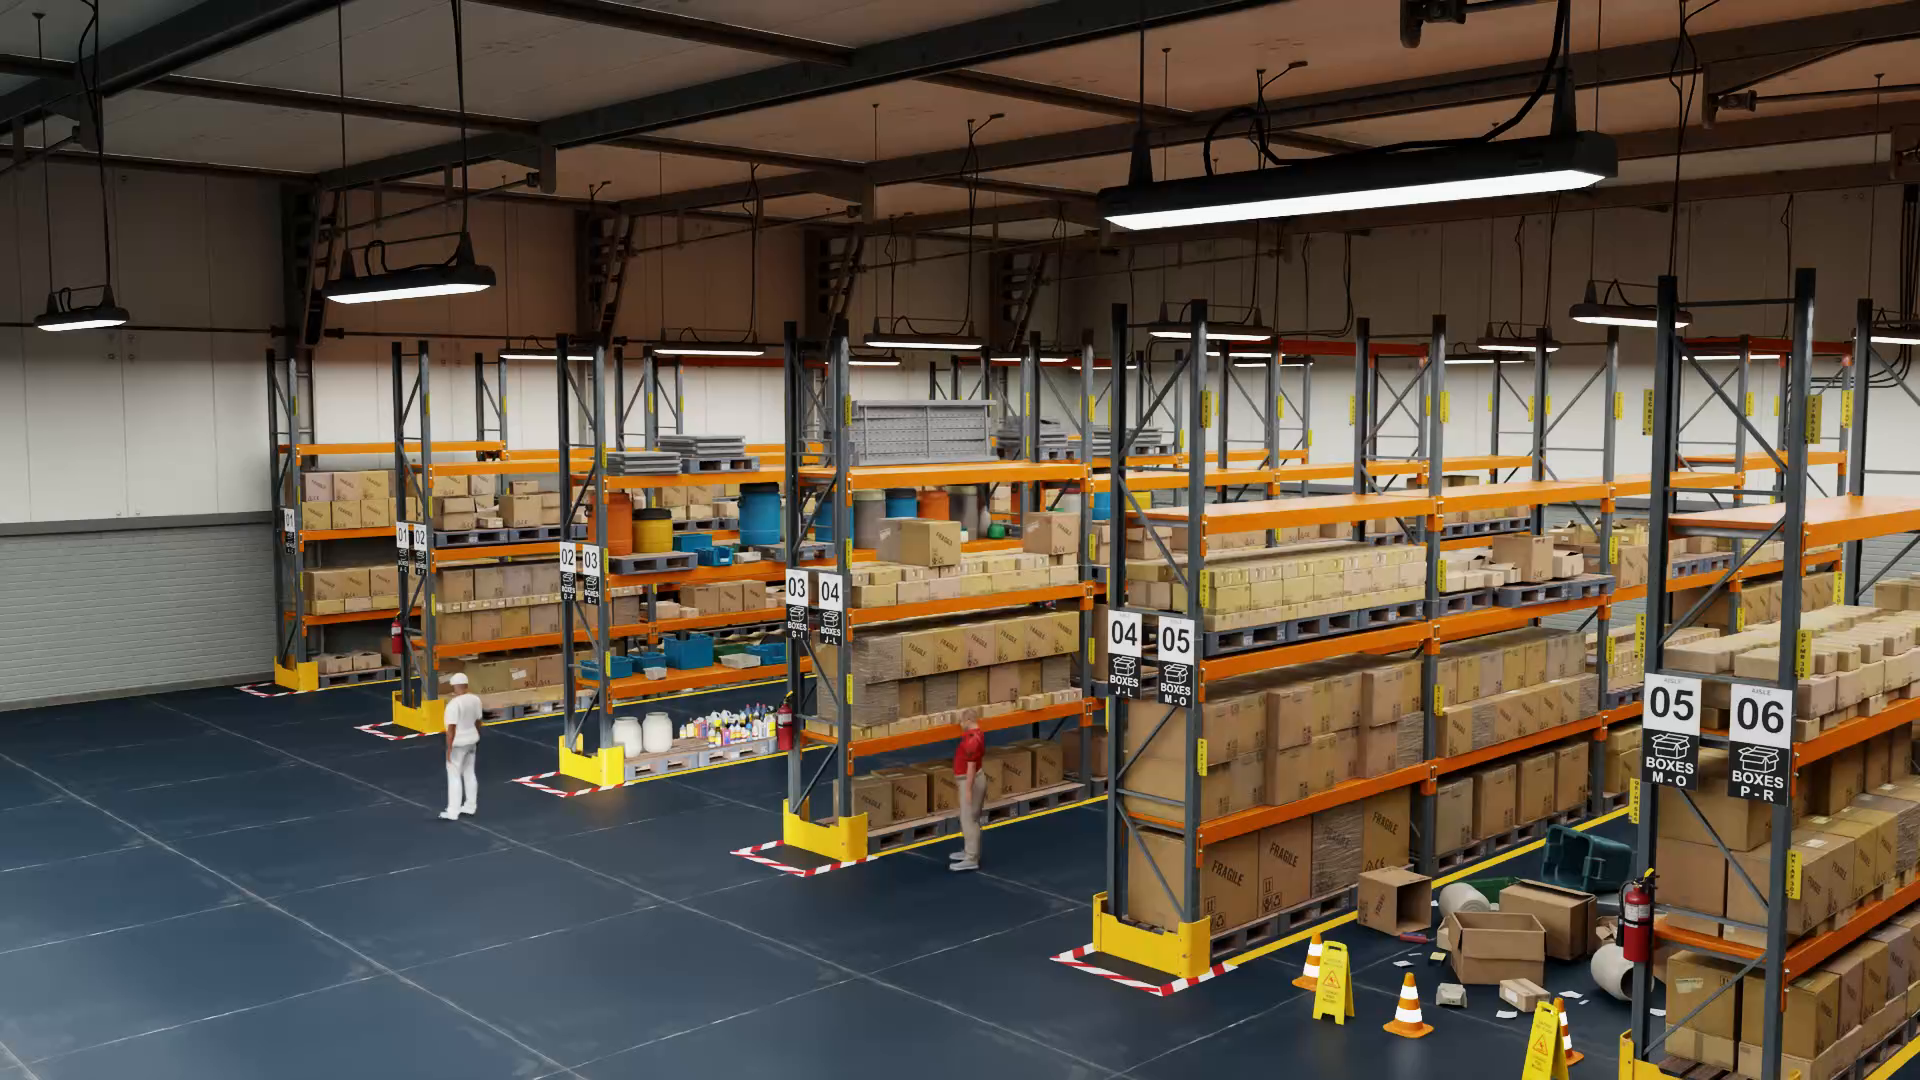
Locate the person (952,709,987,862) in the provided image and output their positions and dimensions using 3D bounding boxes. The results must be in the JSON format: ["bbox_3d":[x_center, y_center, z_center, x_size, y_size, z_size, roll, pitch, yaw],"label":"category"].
[{"bbox_3d":[0.102,2.679,18.310,0.369,1.653,0.601,1,5,7],"label":"person"}]

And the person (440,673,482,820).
[{"bbox_3d":[-6.148,2.508,20.418,0.429,1.771,0.582,2,5,21],"label":"person"}]
